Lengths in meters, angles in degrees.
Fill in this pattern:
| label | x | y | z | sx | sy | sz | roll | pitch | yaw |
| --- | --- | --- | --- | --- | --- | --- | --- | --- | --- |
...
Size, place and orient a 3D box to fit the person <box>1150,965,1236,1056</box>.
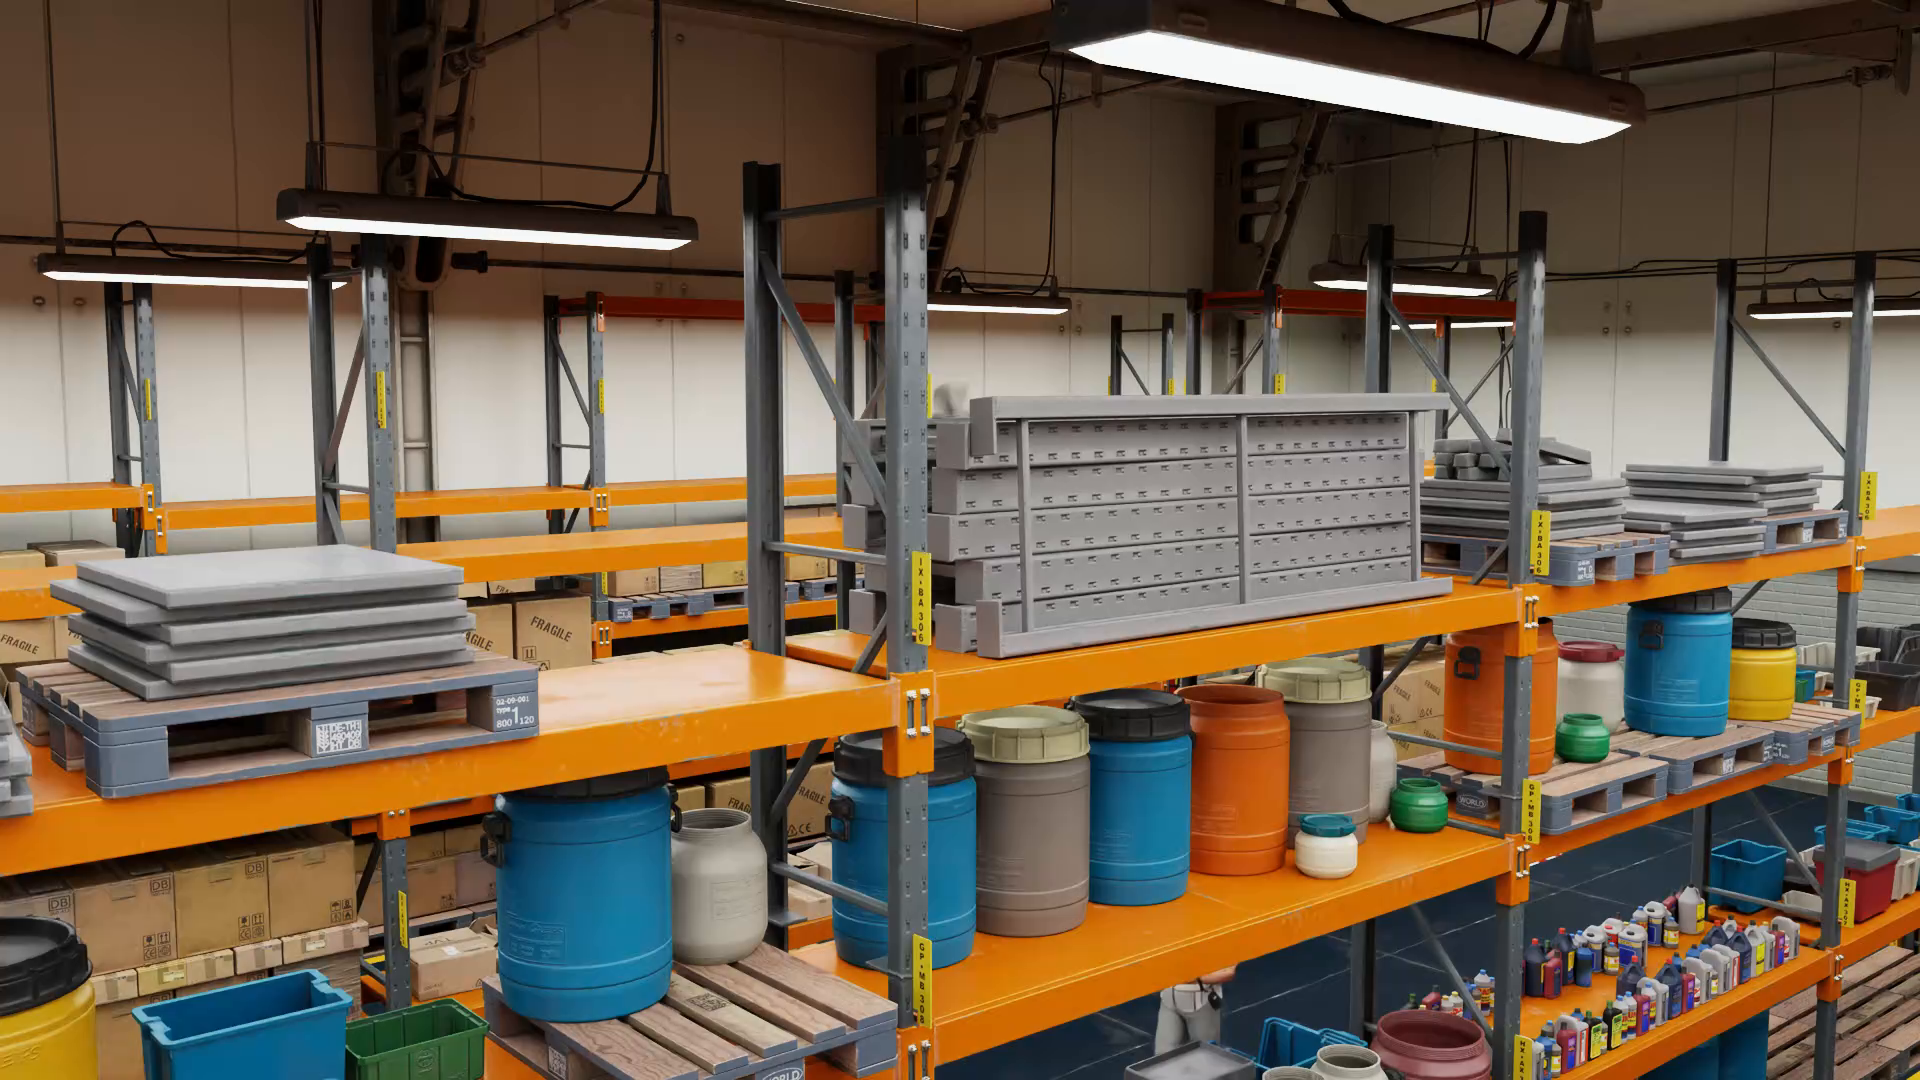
| label | x | y | z | sx | sy | sz | roll | pitch | yaw |
| --- | --- | --- | --- | --- | --- | --- | --- | --- | --- |
| person | 1.605 | 3.174 | 11.486 | 0.673 | 1.755 | 0.943 | 5 | 7 | 41 |
